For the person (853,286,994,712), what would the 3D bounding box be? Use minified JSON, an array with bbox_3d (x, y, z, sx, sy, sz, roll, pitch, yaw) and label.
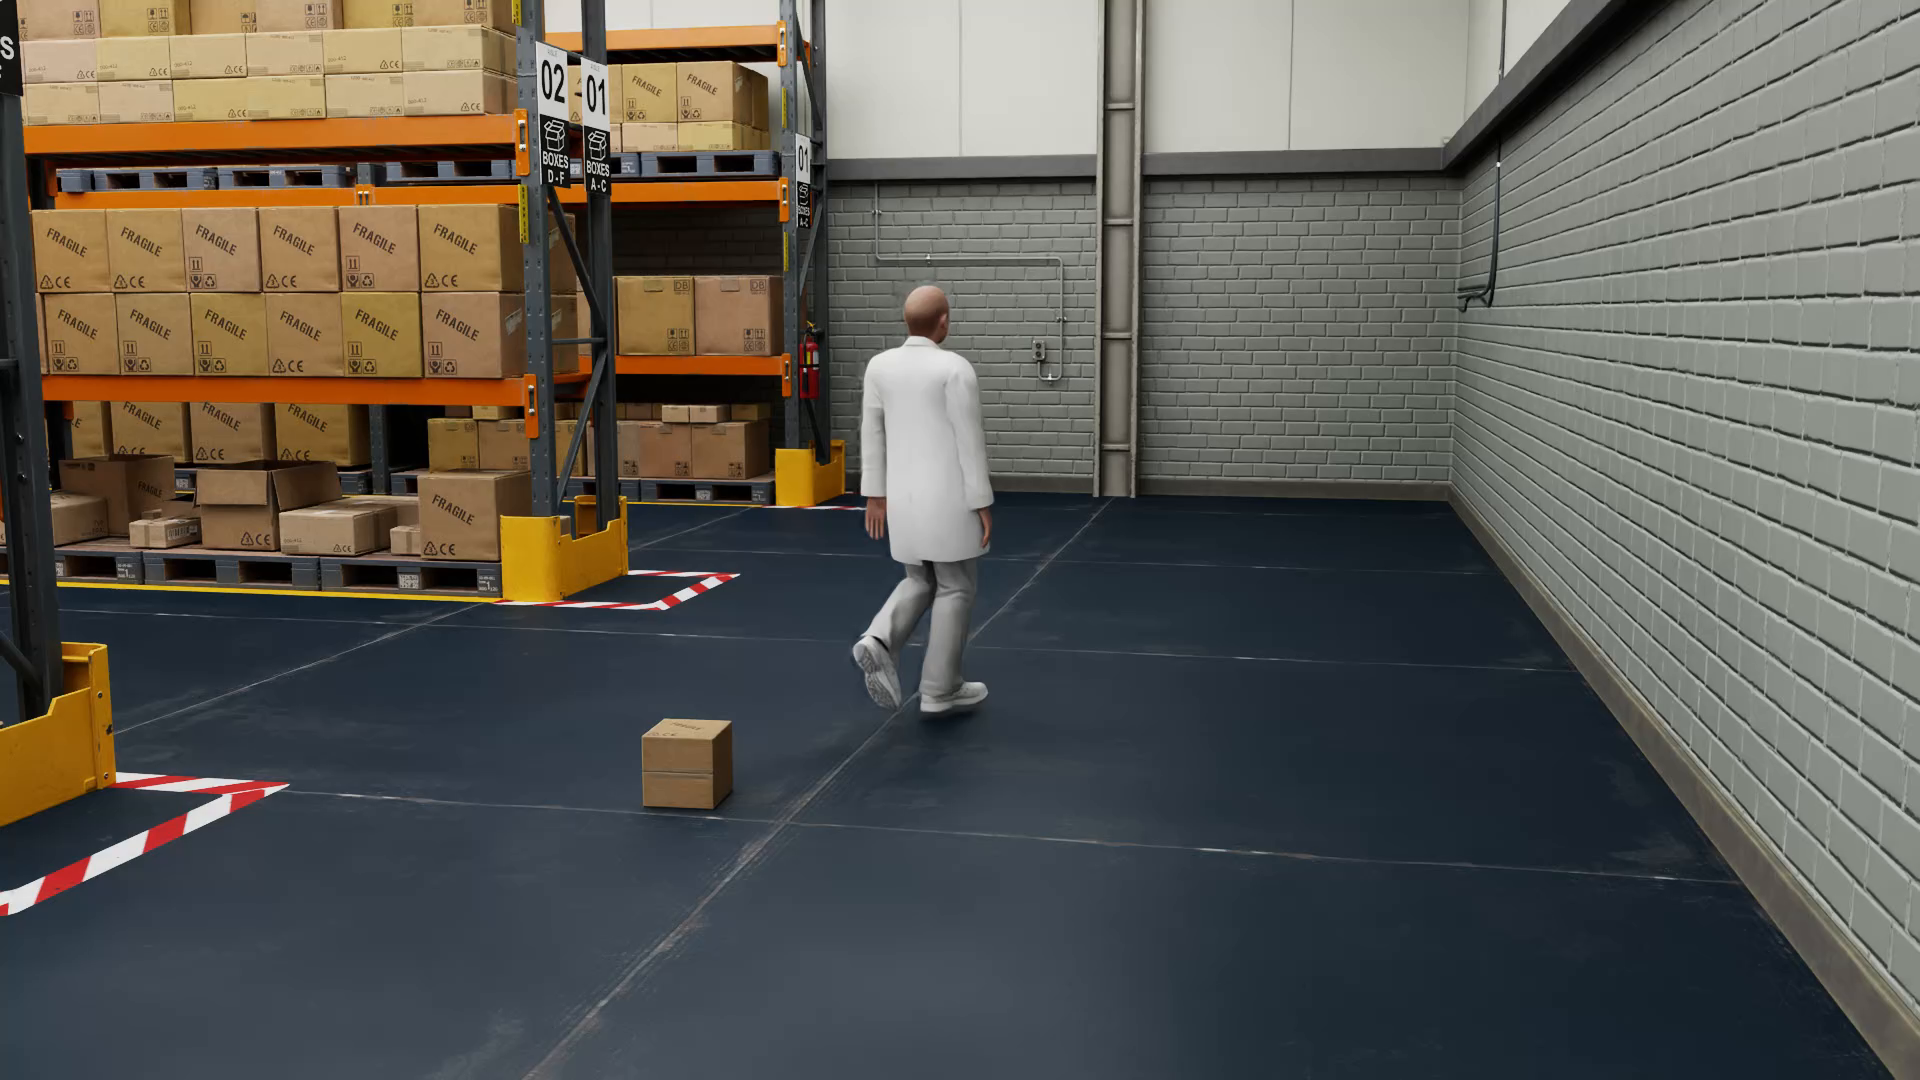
[{"bbox_3d":[-0.157,-0.159,6.849,0.620,1.759,0.647,6,10,36],"label":"person"}]
